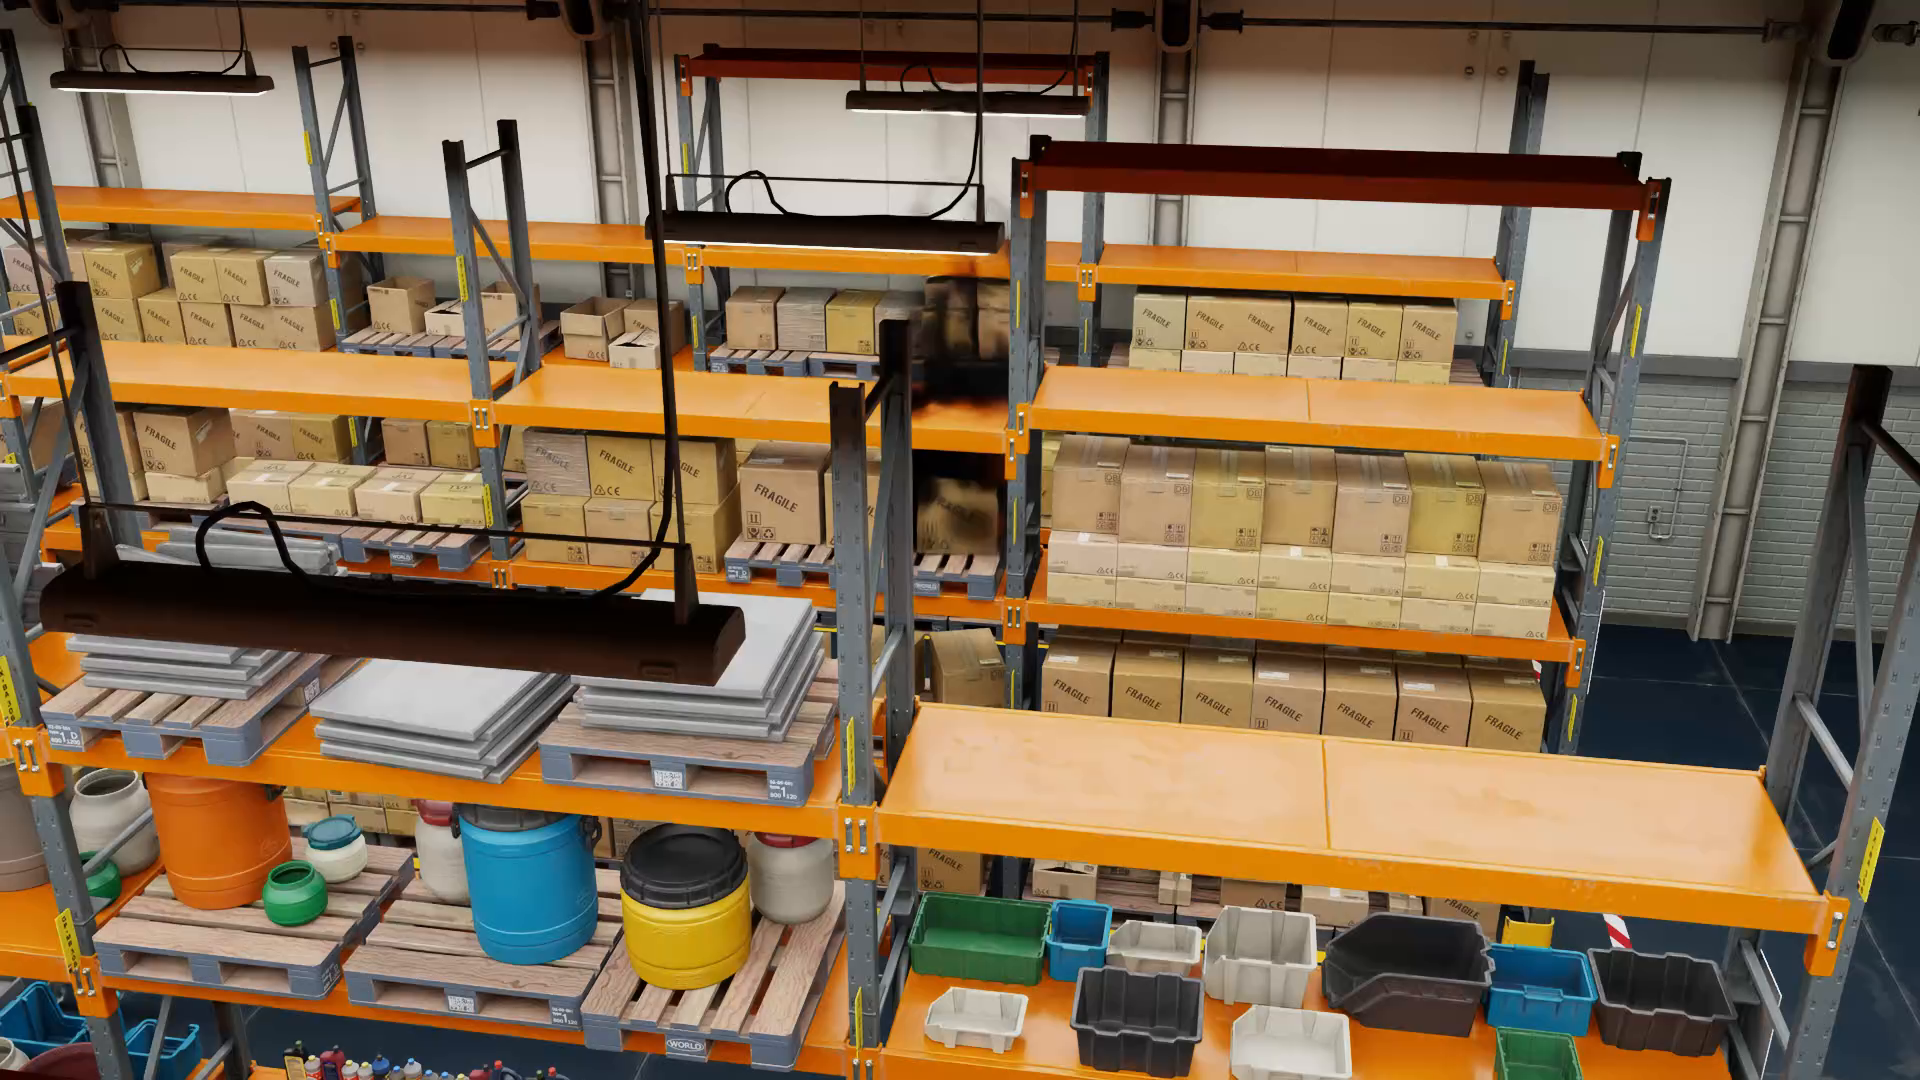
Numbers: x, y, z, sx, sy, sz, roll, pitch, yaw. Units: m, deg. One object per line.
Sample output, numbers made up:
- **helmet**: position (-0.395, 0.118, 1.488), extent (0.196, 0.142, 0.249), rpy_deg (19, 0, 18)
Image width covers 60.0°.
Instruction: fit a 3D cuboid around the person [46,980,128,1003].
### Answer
- **person**: position (-6.447, 2.703, 11.932), extent (0.877, 1.576, 0.543), rpy_deg (0, 23, 0)
